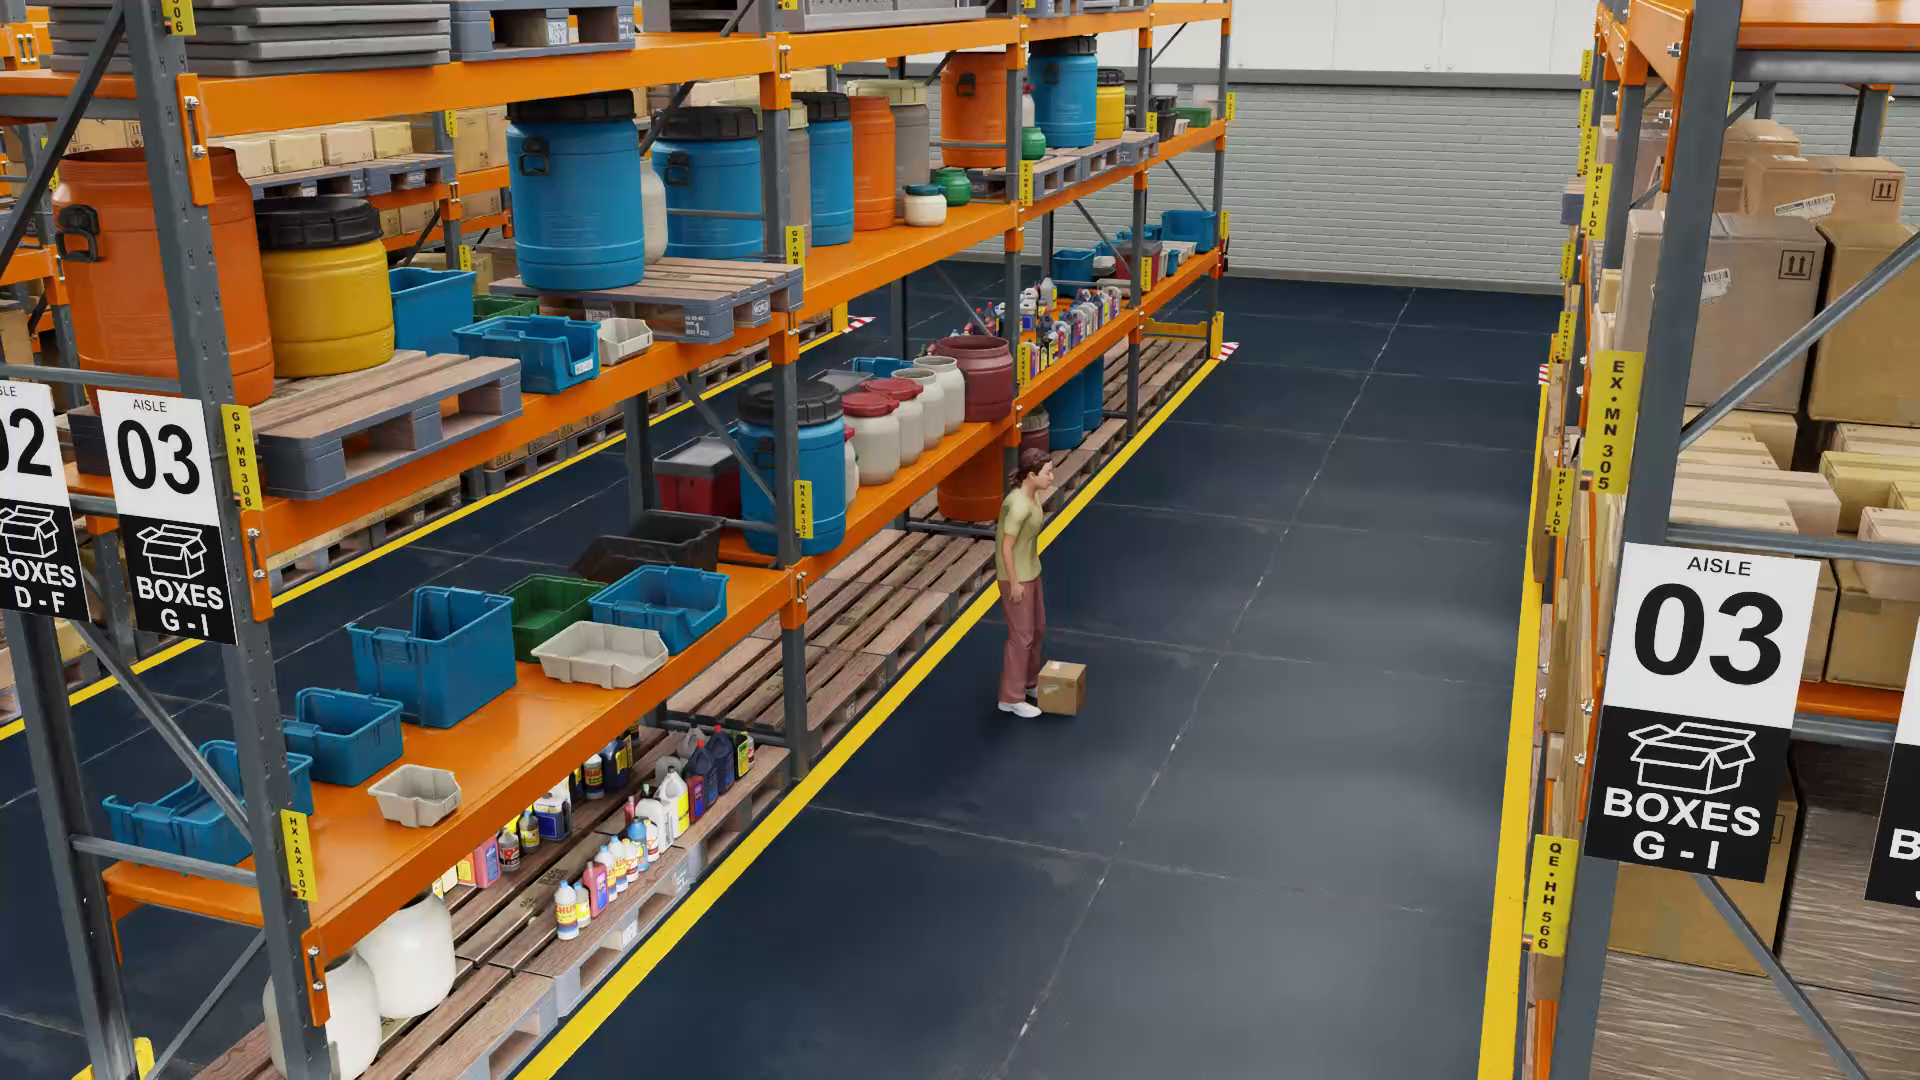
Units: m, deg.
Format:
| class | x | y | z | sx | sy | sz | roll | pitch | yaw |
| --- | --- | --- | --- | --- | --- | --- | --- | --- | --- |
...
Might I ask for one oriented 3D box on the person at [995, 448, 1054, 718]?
| class | x | y | z | sx | sy | sz | roll | pitch | yaw |
| --- | --- | --- | --- | --- | --- | --- | --- | --- | --- |
| person | 0.406 | 0.239 | 10.363 | 0.364 | 1.671 | 0.511 | 5 | 19 | 15 |
